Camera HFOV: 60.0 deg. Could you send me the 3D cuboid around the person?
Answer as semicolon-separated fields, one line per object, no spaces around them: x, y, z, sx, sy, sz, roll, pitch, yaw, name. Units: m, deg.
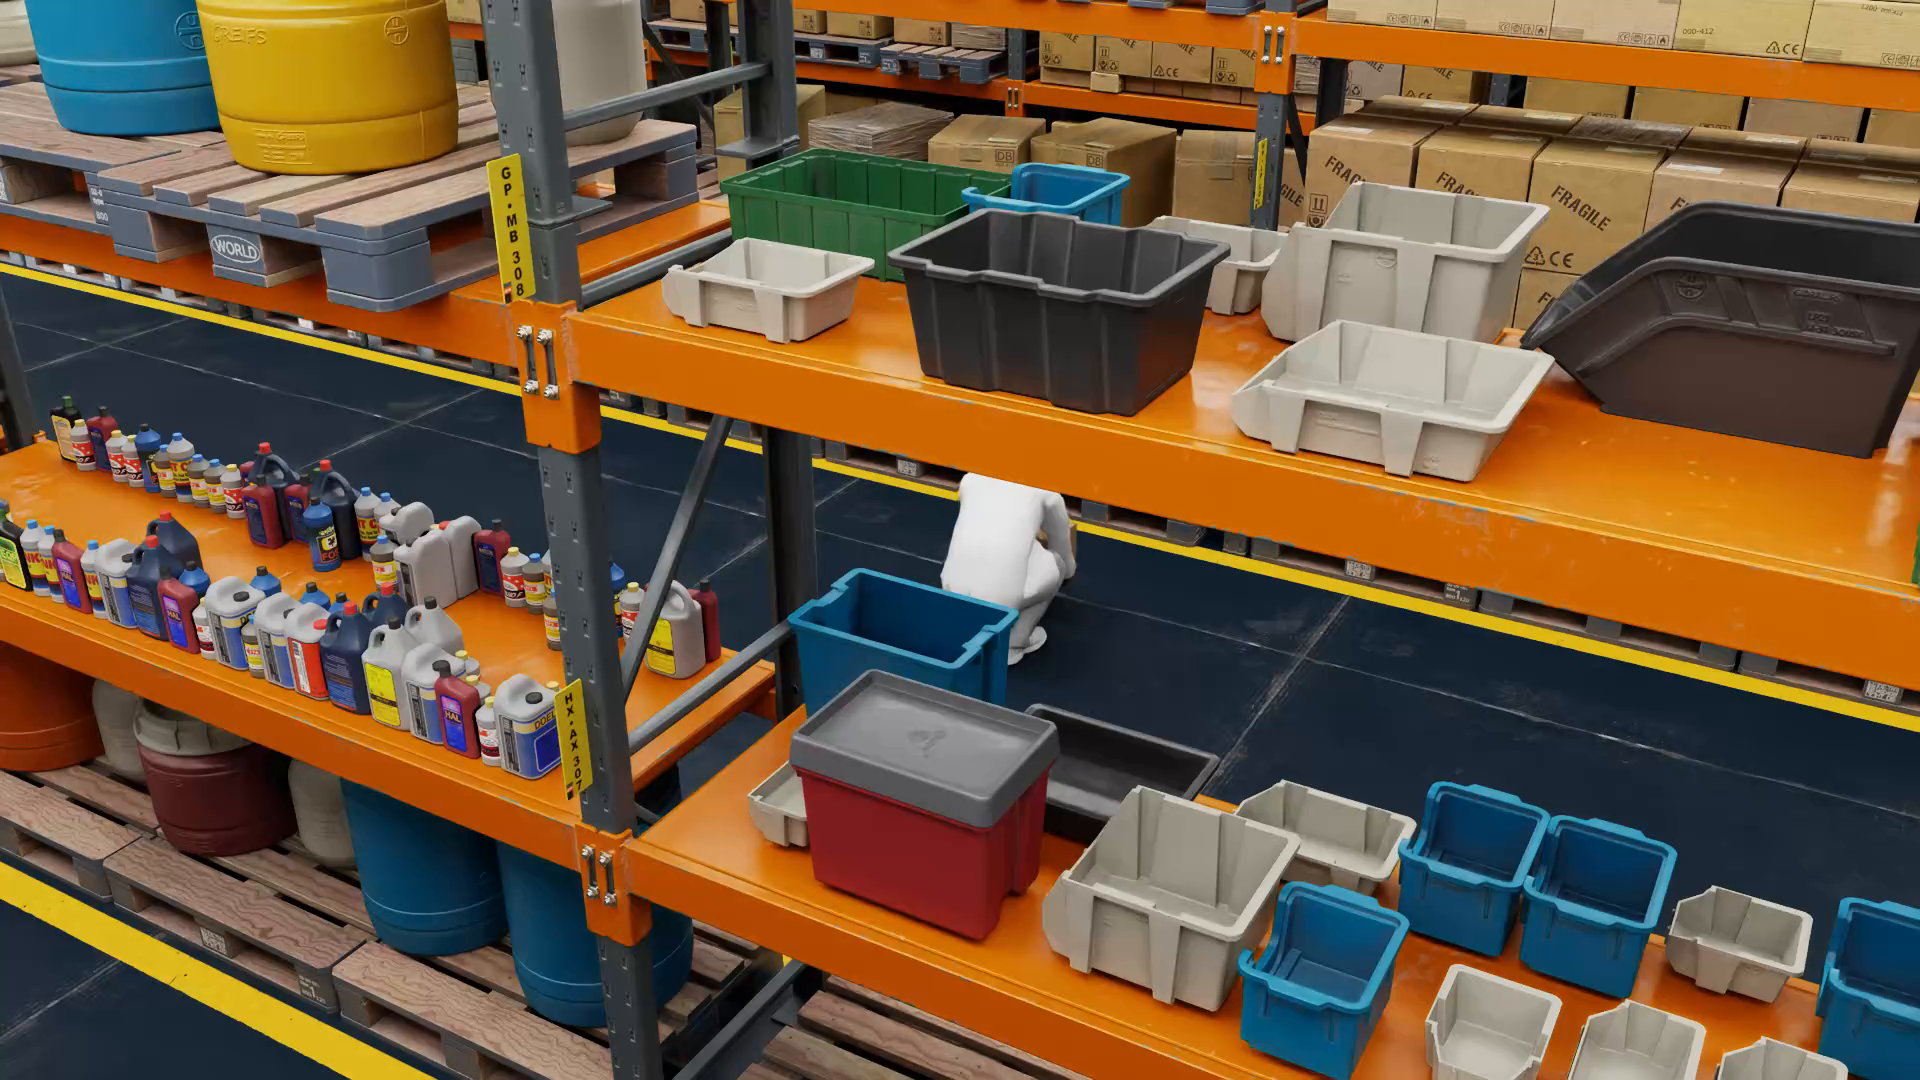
0.239;0.031;7.967;0.582;0.993;0.909;13;29;25;person
